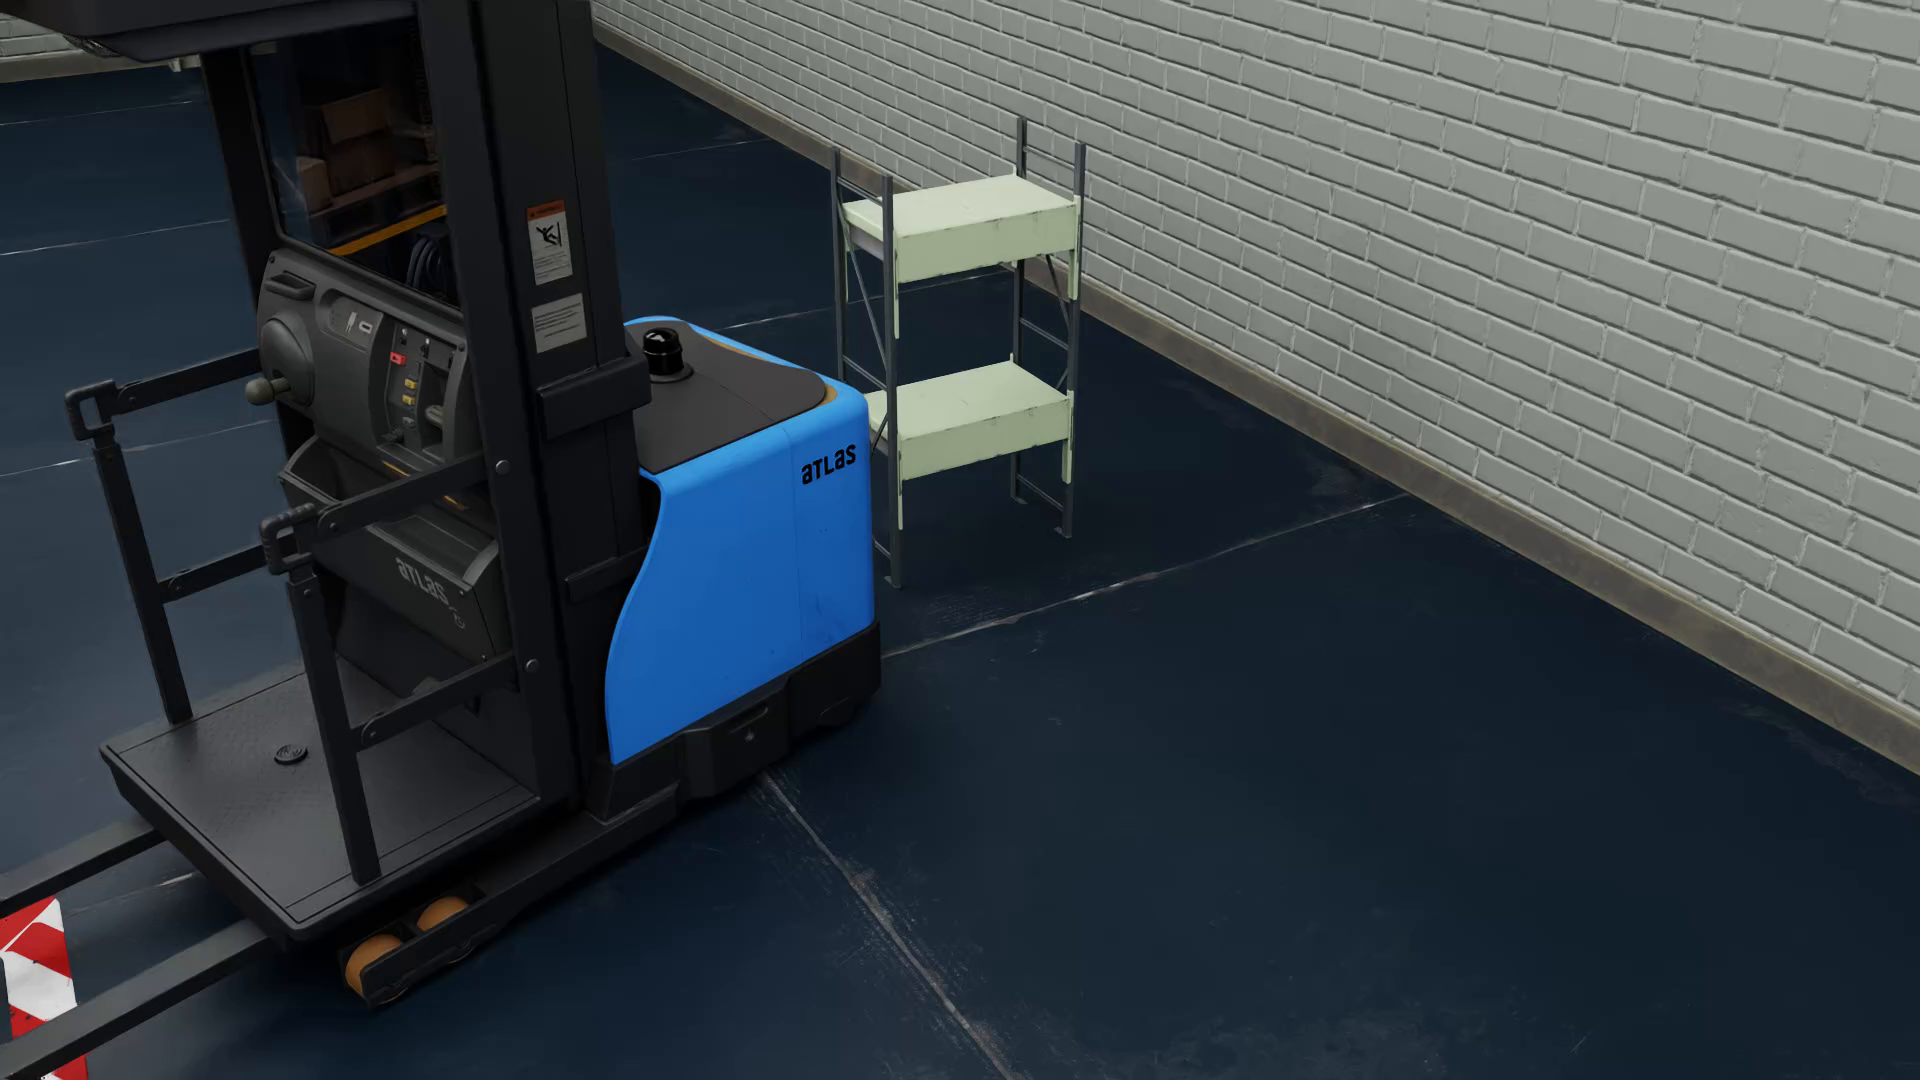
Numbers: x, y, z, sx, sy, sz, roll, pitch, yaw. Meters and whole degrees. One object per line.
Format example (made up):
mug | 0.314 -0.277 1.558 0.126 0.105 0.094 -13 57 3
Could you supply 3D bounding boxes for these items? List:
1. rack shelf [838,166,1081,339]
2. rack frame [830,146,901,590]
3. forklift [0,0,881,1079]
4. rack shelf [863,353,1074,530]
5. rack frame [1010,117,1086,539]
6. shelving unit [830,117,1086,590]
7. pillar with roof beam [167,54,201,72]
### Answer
rack shelf | -0.006 -0.997 5.696 0.720 0.370 0.431 -16 33 -26
rack frame | -0.321 -0.565 5.722 0.023 1.500 0.400 -16 33 -26
forklift | -1.617 -0.406 3.952 1.130 2.935 3.031 24 37 36
rack shelf | -0.006 -0.370 6.042 0.720 0.370 0.431 -16 33 -26
rack frame | 0.310 -0.745 6.047 0.023 1.500 0.400 -16 33 -26
shelving unit | -0.006 -0.655 5.885 0.755 1.500 0.431 -16 33 -26
pillar with roof beam | -3.757 -5.848 7.533 0.400 9.000 9.100 -16 33 -26
